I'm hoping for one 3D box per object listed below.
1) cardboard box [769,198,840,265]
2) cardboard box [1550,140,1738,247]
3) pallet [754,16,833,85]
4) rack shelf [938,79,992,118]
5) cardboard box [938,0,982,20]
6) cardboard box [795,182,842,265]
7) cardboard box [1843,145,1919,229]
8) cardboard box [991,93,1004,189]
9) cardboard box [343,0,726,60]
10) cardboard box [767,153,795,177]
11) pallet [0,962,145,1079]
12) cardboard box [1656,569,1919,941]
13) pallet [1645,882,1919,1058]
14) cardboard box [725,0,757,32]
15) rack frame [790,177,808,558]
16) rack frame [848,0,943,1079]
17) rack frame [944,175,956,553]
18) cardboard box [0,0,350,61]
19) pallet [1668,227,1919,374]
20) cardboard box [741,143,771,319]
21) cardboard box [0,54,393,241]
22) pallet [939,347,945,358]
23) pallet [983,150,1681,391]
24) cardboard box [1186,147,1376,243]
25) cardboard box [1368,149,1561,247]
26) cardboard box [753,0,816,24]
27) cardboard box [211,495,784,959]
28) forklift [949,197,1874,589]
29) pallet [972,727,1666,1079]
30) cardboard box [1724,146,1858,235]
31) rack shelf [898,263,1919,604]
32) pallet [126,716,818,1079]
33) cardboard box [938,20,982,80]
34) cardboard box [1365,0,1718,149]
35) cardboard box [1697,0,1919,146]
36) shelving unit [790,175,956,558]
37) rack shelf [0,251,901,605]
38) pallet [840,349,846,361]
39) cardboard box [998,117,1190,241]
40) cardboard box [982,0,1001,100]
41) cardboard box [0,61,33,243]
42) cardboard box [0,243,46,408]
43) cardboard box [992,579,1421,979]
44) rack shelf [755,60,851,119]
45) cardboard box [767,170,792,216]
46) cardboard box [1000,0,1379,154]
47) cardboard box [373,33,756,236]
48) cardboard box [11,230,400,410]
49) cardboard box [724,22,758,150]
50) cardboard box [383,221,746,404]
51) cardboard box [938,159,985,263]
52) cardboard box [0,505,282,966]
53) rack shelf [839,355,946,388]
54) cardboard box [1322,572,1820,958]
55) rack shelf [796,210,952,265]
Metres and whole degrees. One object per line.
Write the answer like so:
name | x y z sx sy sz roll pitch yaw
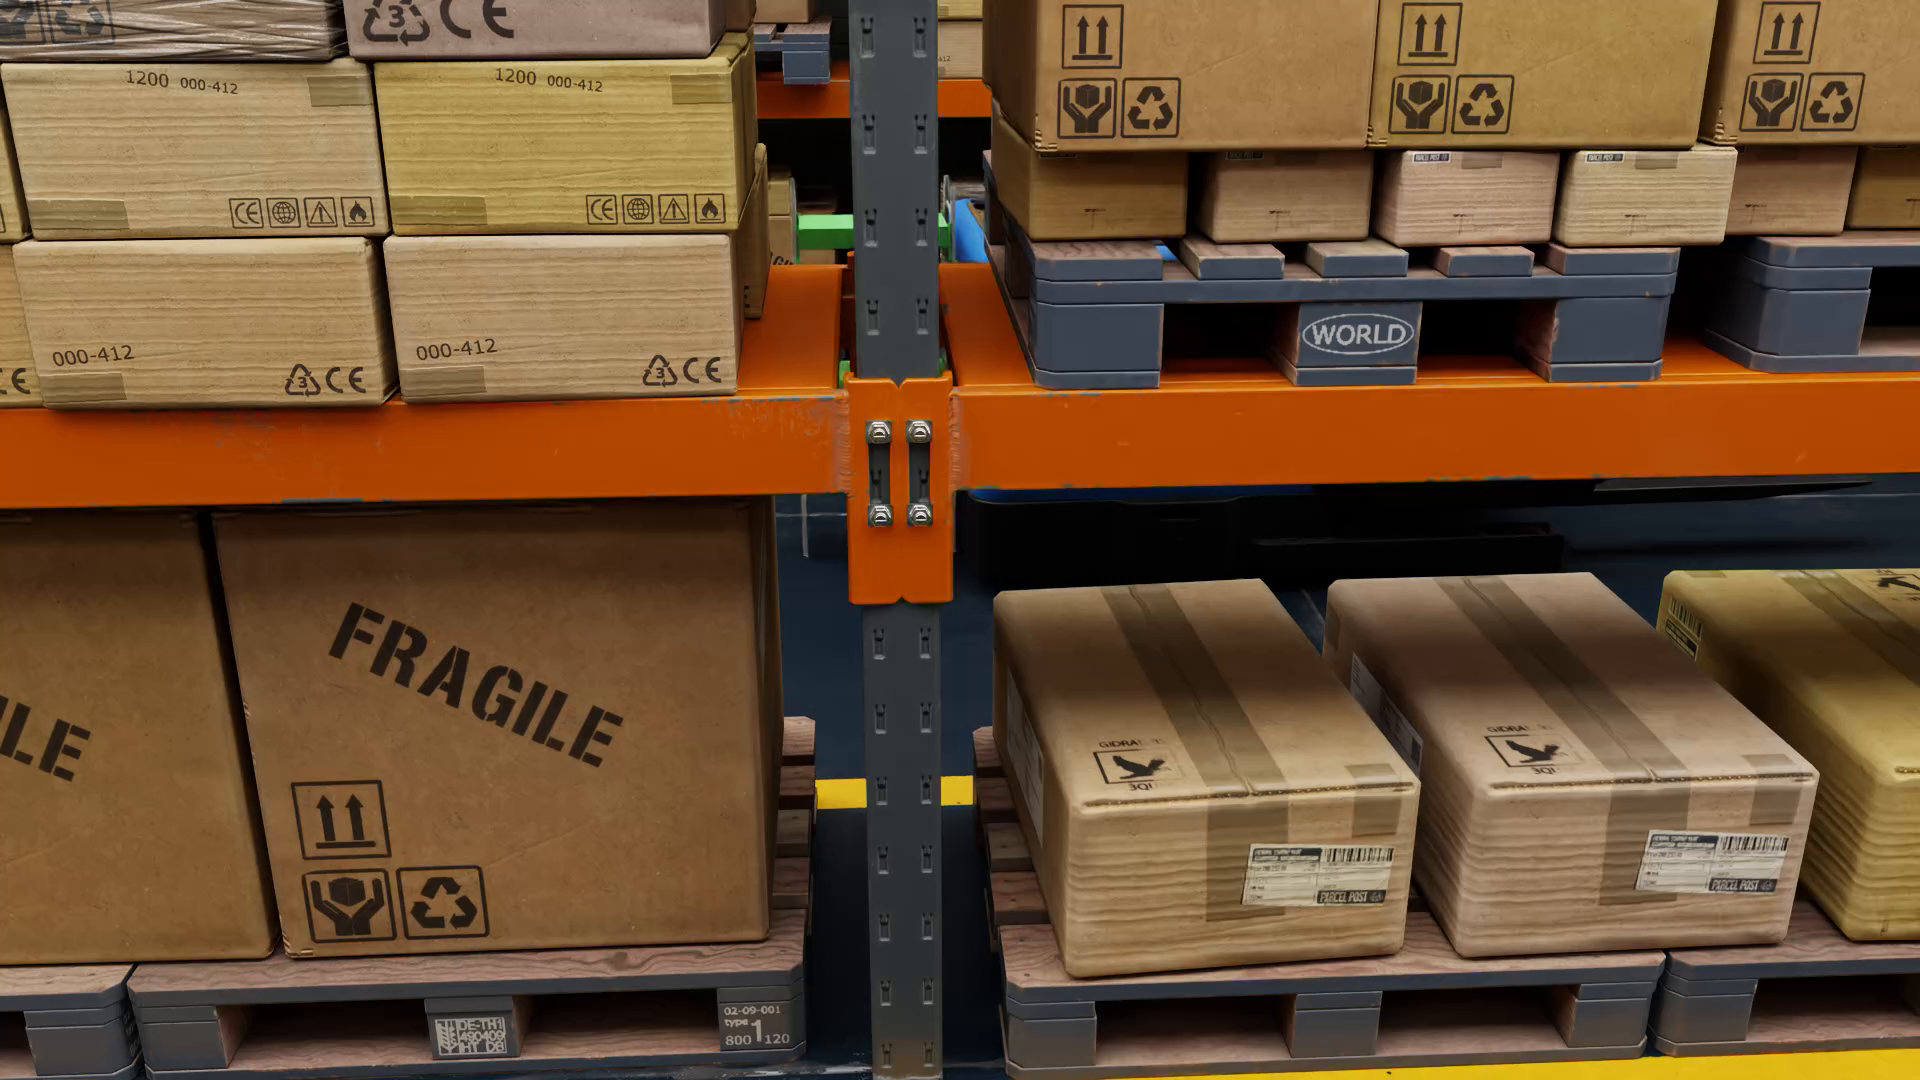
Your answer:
cardboard box | -0.820 -1.295 7.729 0.500 0.500 0.500 -1 21 -1
cardboard box | 1.048 -0.589 2.715 0.250 0.149 0.380 -1 21 -3
pallet | -1.083 -2.223 7.514 1.003 0.211 1.213 -1 21 -3
rack shelf | 1.587 -2.056 7.817 4.000 0.370 1.077 -1 21 -3
cardboard box | 0.048 -2.428 7.292 0.500 0.250 0.500 -1 21 -3
cardboard box | -0.847 -1.471 8.191 0.500 0.500 0.500 0 21 -1
cardboard box | 1.564 -0.641 2.852 0.250 0.149 0.380 0 21 -1
cardboard box | 0.191 -0.757 3.158 0.250 0.149 0.380 0 21 -1
cardboard box | -0.624 -0.999 2.483 0.500 0.500 0.500 -2 21 -5
cardboard box | -0.949 -1.783 8.099 0.250 0.149 0.380 0 21 0
pallet | -2.130 0.728 3.413 1.213 0.211 1.003 -1 21 -3
cardboard box | 1.935 0.404 3.446 0.625 0.372 0.950 0 21 -1
pallet | 1.872 0.676 3.549 1.213 0.211 1.003 -1 21 -3
cardboard box | -0.629 -1.179 2.957 0.500 0.500 0.500 -2 21 -5
rack frame | -0.518 -0.544 5.364 0.015 1.200 0.240 -2 21 -5
rack frame | -0.123 -0.588 2.951 0.127 3.000 1.000 -1 21 -3
rack frame | -0.032 -0.561 5.408 0.015 1.200 0.240 -2 21 -5
cardboard box | -1.136 -0.986 2.448 0.500 0.500 0.500 -1 21 -2
pallet | 1.851 -0.554 3.129 1.213 0.211 1.003 -1 21 -3
cardboard box | -0.626 -0.598 3.186 0.500 0.250 0.500 -2 21 -4
cardboard box | -1.104 -0.640 2.595 0.500 0.250 0.500 -2 21 -4
pallet | 0.414 -1.051 8.085 1.213 0.211 1.003 -1 21 -3
pallet | 0.582 -0.551 3.122 1.003 0.211 1.213 -1 21 -3
cardboard box | 0.496 -0.602 2.748 0.250 0.149 0.380 -2 21 -6
cardboard box | 0.772 -0.591 2.720 0.250 0.149 0.380 -3 21 -7
cardboard box | -0.933 -2.640 7.608 0.500 0.500 0.500 0 21 -1
cardboard box | -0.817 0.193 3.295 0.875 0.875 0.875 -1 21 -4
forklift | 1.491 -1.422 5.235 3.031 2.935 1.130 -2 21 -5
pallet | 0.657 0.699 3.487 1.213 0.211 1.003 -1 21 -3
cardboard box | 1.284 -0.622 2.801 0.250 0.149 0.380 0 21 0
rack shelf | 1.874 -0.293 3.185 4.000 0.370 1.077 -1 21 -3
pallet | -0.914 0.704 3.475 1.213 0.211 1.003 -1 21 -3
cardboard box | 0.047 -2.204 7.404 0.500 0.250 0.500 -1 21 -3
cardboard box | 0.859 -0.910 2.648 0.500 0.500 0.500 0 21 0
cardboard box | 1.389 -0.924 2.682 0.500 0.500 0.500 -1 21 -2
shelving unit | -0.275 -0.552 5.386 0.503 1.200 0.258 -2 21 -5
rack shelf | -2.120 -0.212 2.972 4.000 0.370 1.077 -1 21 -3
pallet | -1.158 -1.047 8.073 1.213 0.211 1.003 -1 21 -3
cardboard box | 0.212 -0.608 2.765 0.250 0.149 0.380 -2 21 -6
cardboard box | 0.315 -1.078 3.089 0.500 0.500 0.500 -2 21 -5
cardboard box | -1.614 -0.622 2.548 0.500 0.250 0.500 -2 21 -4
cardboard box | -1.626 -0.395 2.654 0.500 0.250 0.500 -1 21 -4
cardboard box | 0.442 0.435 3.364 0.625 0.372 0.950 -3 21 -7
rack shelf | -2.407 -1.975 7.603 4.000 0.370 1.077 -1 21 -3
cardboard box | -0.889 -1.583 7.574 0.250 0.149 0.380 -2 21 -6
cardboard box | 0.339 -0.897 2.613 0.500 0.500 0.500 -2 21 -5
cardboard box | -0.592 -0.652 2.626 0.500 0.250 0.500 -1 21 -3
cardboard box | -1.122 -0.400 2.666 0.500 0.250 0.500 -1 21 -2
cardboard box | -0.643 -0.829 3.092 0.500 0.250 0.500 -1 21 -3
cardboard box | -0.613 -0.416 2.708 0.500 0.250 0.500 -2 21 -5
cardboard box | 0.213 -1.446 7.950 0.625 0.625 0.875 -1 21 -1
cardboard box | -1.708 0.209 3.251 0.875 0.875 0.875 -1 21 -2
rack shelf | -0.275 -0.493 5.408 0.480 0.148 0.258 -2 21 -5
cardboard box | 1.178 0.418 3.411 0.625 0.372 0.950 -2 21 -4
rack shelf | -0.275 -0.941 5.238 0.480 0.148 0.258 -2 21 -5
